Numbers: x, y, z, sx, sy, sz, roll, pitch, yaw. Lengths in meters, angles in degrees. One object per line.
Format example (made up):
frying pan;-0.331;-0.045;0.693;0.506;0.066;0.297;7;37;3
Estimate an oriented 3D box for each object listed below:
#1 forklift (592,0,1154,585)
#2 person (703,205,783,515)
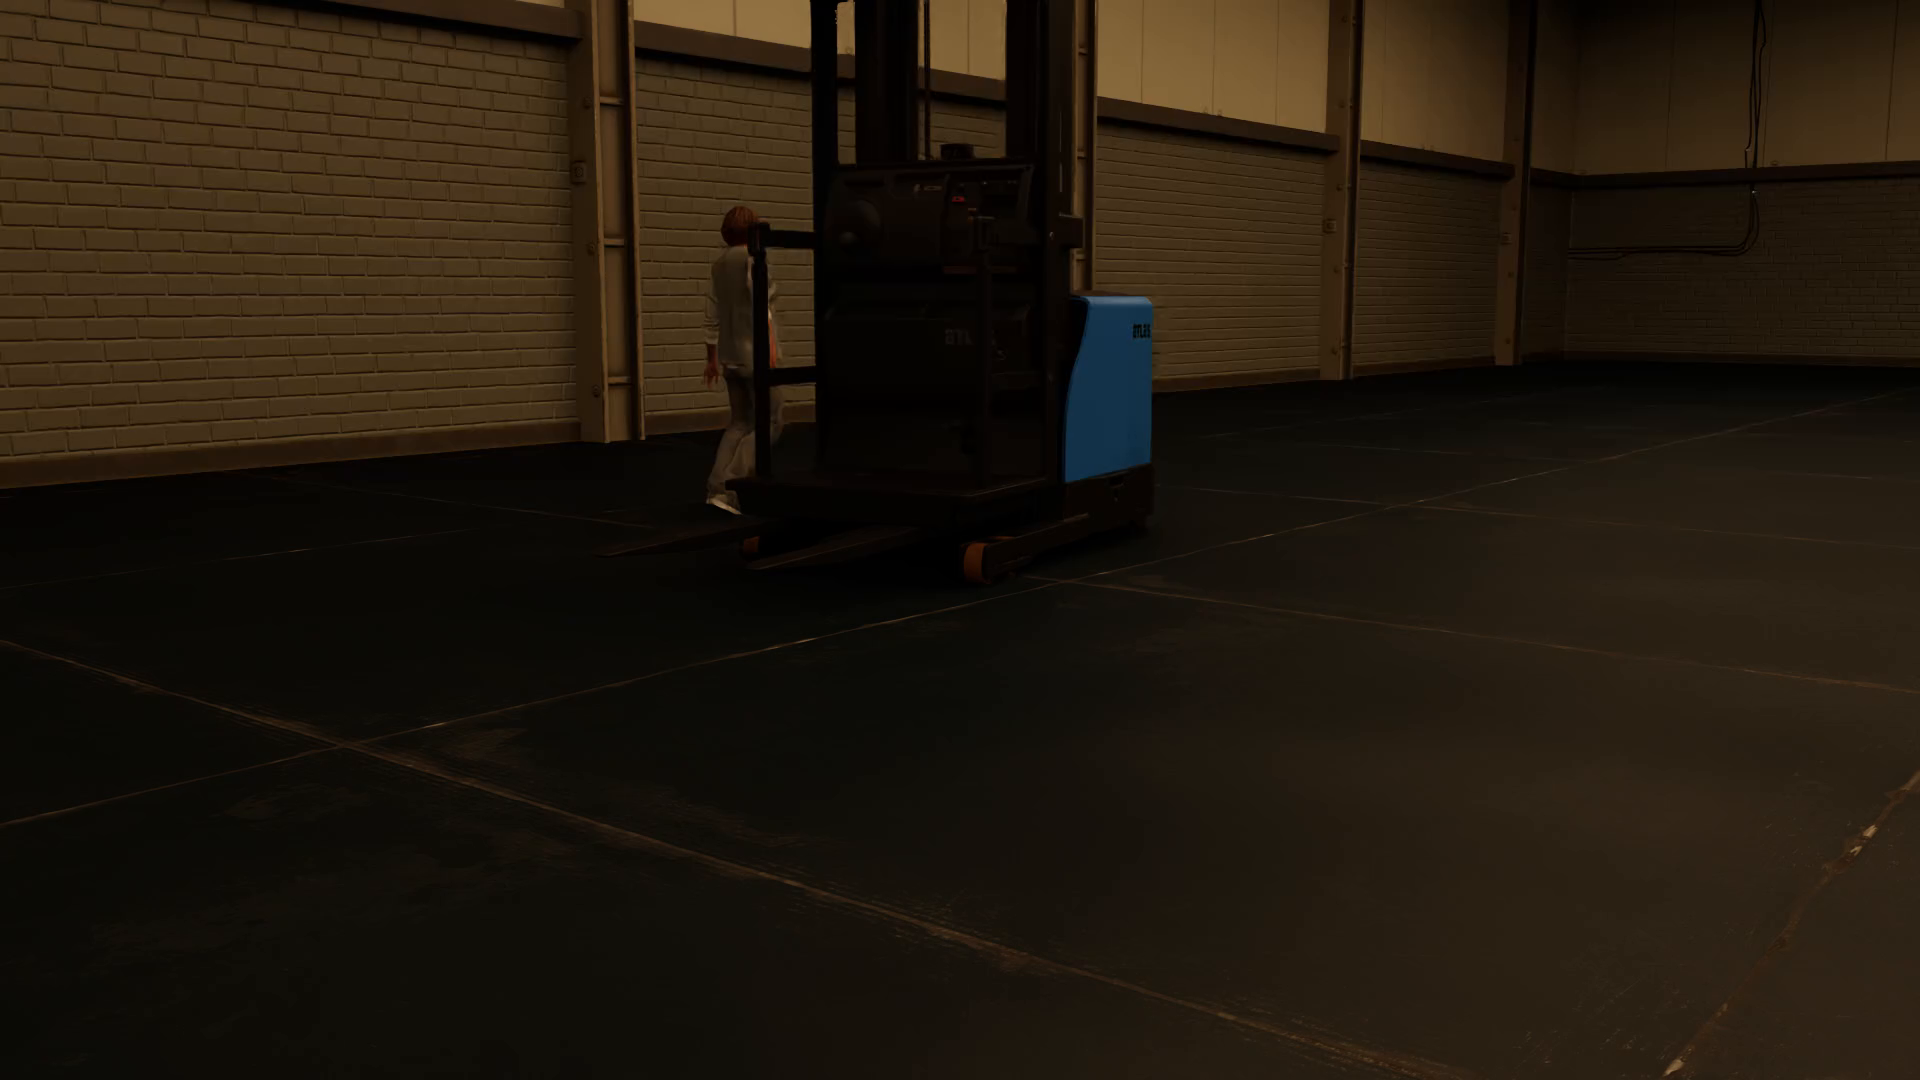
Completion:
forklift;-0.230;-1.353;6.528;1.130;2.935;3.031;4;9;27
person;-1.112;-0.892;8.325;0.438;1.552;0.732;-6;10;-37
